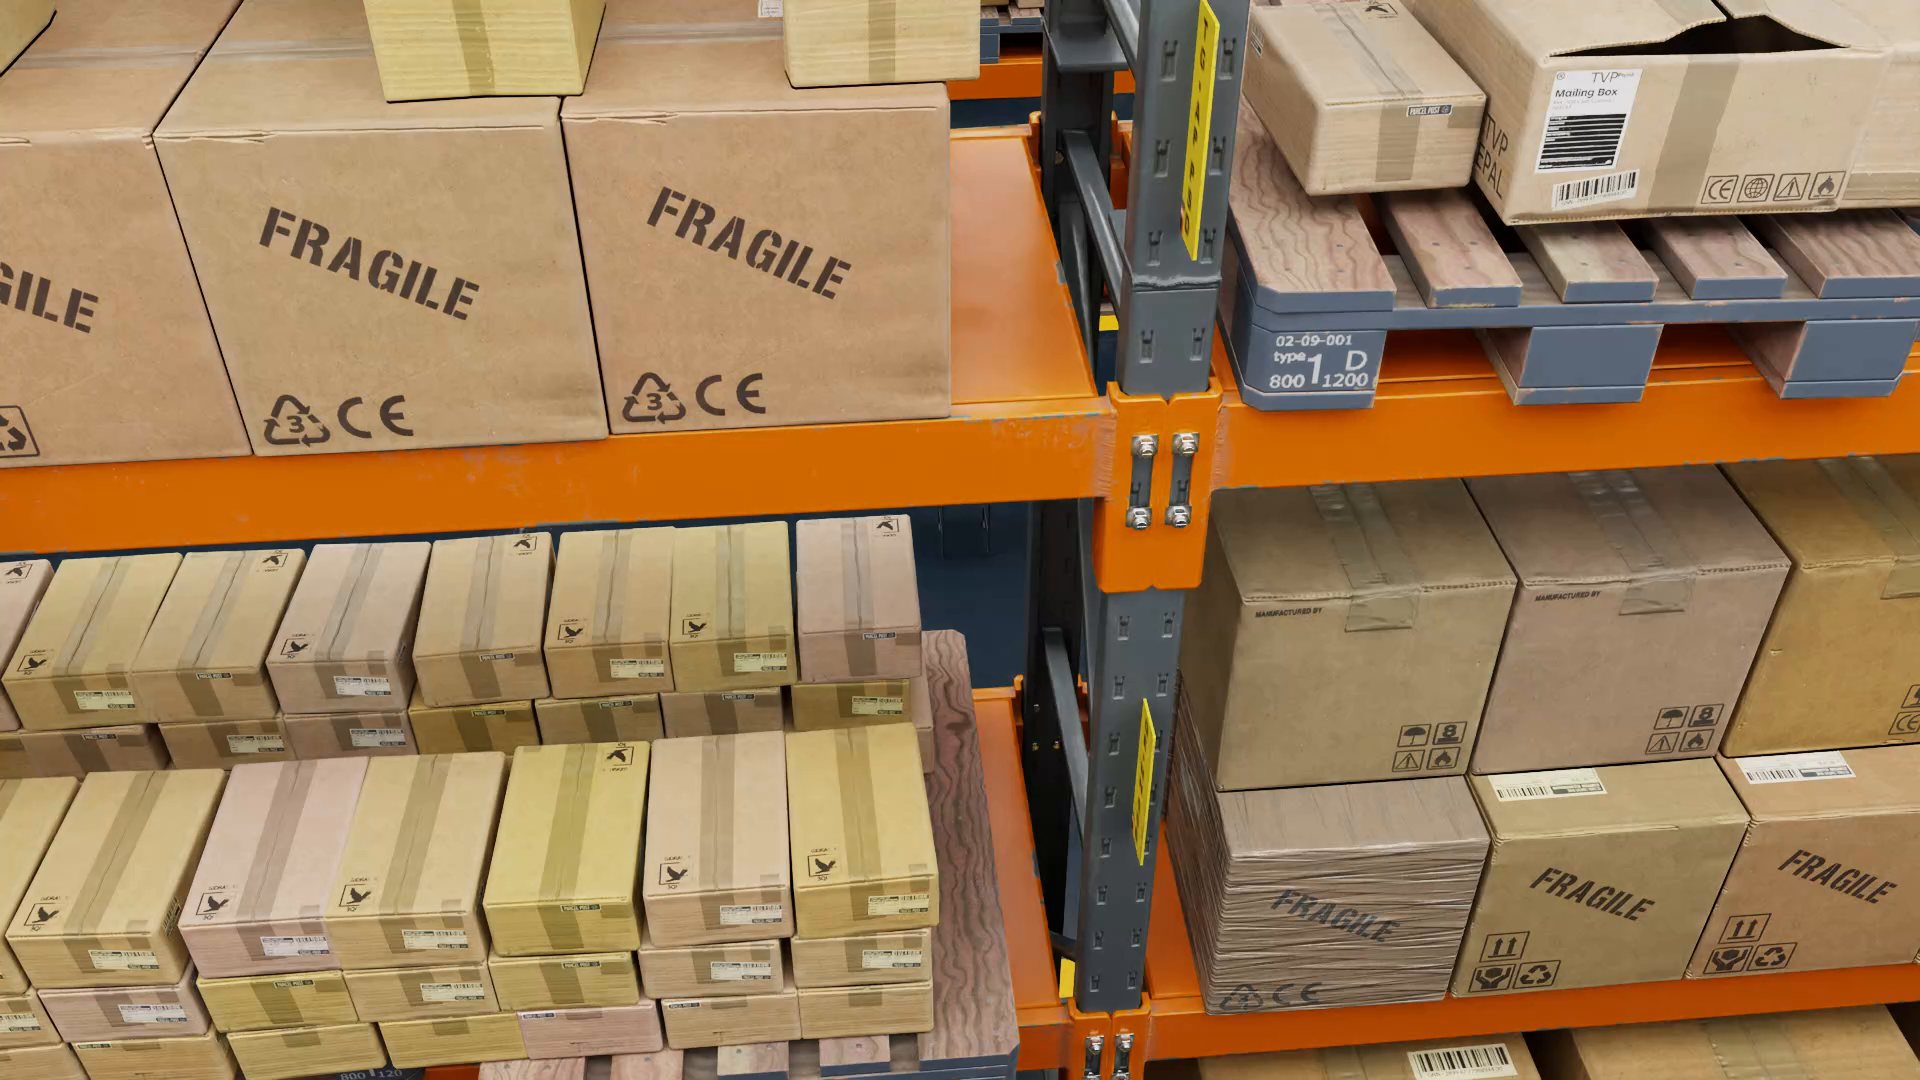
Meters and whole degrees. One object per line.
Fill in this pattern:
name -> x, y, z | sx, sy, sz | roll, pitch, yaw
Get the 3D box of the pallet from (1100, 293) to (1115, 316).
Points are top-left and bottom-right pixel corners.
pallet -> 0.502, -1.480, 8.456 | 1.213, 0.211, 1.003 | -3, 38, -4

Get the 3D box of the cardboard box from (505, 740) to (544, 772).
cardboard box -> -1.005, 0.395, 3.692 | 0.250, 0.149, 0.380 | -1, 38, -2

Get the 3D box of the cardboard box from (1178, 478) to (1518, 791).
cardboard box -> 0.711, 0.065, 3.358 | 0.500, 0.500, 0.700 | -3, 38, -4

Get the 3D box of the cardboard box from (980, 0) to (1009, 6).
cardboard box -> 0.064, -2.502, 7.364 | 0.250, 0.149, 0.380 | -5, 39, -7

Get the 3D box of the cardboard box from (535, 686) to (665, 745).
cardboard box -> -0.772, 0.268, 3.613 | 0.250, 0.149, 0.380 | -4, 38, -5

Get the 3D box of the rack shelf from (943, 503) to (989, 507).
rack shelf -> 0.014, -0.249, 6.556 | 0.180, 0.103, 0.258 | -3, 38, -4

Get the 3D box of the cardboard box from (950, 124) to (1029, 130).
cardboard box -> 0.288, -1.691, 8.254 | 0.625, 0.372, 0.950 | -6, 39, -7

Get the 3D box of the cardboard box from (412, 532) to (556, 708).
cardboard box -> -0.991, 0.163, 3.506 | 0.250, 0.149, 0.380 | -5, 39, -6

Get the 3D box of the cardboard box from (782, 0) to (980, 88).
cardboard box -> -0.117, -0.819, 2.247 | 0.258, 0.266, 0.396 | -3, 38, -4

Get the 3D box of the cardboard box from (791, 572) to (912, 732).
cardboard box -> -0.236, 0.235, 3.654 | 0.250, 0.149, 0.380 | -2, 38, -2

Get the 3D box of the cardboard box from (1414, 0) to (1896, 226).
cardboard box -> 1.003, -0.735, 2.491 | 0.500, 0.311, 0.500 | -3, 38, -4

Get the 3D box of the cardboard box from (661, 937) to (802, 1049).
cardboard box -> -0.435, 0.772, 3.213 | 0.250, 0.149, 0.380 | -3, 38, -4

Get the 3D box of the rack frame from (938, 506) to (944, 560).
rack frame -> -0.077, -0.467, 6.373 | 0.006, 1.200, 0.240 | -3, 38, -4

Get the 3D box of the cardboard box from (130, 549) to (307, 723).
cardboard box -> -1.524, 0.195, 3.465 | 0.250, 0.149, 0.380 | -2, 38, -3

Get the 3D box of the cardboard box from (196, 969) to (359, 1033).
cardboard box -> -1.214, 0.698, 3.068 | 0.250, 0.149, 0.380 | -3, 38, -4

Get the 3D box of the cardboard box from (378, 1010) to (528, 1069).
cardboard box -> -0.940, 0.798, 3.181 | 0.250, 0.149, 0.380 | -4, 38, -5

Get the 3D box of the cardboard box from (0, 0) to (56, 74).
cardboard box -> -1.396, -0.736, 2.141 | 0.258, 0.266, 0.396 | -3, 38, -4

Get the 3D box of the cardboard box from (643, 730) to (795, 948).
cardboard box -> -0.435, 0.538, 3.030 | 0.250, 0.149, 0.380 | -4, 38, -5

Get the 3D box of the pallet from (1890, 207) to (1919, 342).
pallet -> 2.013, -0.719, 2.971 | 1.213, 0.211, 1.003 | -1, 38, -2

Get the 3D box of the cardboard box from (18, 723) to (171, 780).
cardboard box -> -1.787, 0.324, 3.542 | 0.250, 0.149, 0.380 | -2, 38, -2

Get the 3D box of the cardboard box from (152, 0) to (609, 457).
cardboard box -> -0.780, -0.478, 2.432 | 0.500, 0.500, 0.500 | -3, 38, -4

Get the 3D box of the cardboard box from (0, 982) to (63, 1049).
cardboard box -> -1.731, 0.727, 3.031 | 0.250, 0.149, 0.380 | -4, 38, -5

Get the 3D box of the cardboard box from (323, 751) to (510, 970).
cardboard box -> -0.961, 0.569, 2.991 | 0.250, 0.149, 0.380 | -2, 38, -3

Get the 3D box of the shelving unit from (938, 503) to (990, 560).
shelving unit -> 0.014, -0.472, 6.379 | 0.189, 1.200, 0.258 | -3, 38, -4

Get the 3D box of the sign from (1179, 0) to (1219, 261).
sign -> 0.309, -0.530, 2.161 | 0.005, 0.325, 0.100 | -3, 38, -4

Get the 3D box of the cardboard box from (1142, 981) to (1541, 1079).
cardboard box -> 0.877, 1.256, 4.214 | 0.750, 0.750, 1.050 | -4, 38, -5

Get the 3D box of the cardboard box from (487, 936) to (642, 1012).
cardboard box -> -0.716, 0.672, 3.100 | 0.250, 0.149, 0.380 | -2, 38, -3

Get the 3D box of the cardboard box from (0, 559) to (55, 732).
cardboard box -> -2.040, 0.222, 3.431 | 0.250, 0.149, 0.380 | -5, 39, -6

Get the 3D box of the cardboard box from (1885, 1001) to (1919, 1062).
cardboard box -> 2.676, 1.154, 4.342 | 0.750, 0.750, 1.050 | -3, 38, -4

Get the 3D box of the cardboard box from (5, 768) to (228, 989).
cardboard box -> -1.473, 0.595, 2.958 | 0.250, 0.149, 0.380 | -1, 38, -2

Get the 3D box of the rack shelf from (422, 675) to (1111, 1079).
rack shelf -> -1.729, 0.908, 3.759 | 4.000, 0.370, 1.077 | -3, 38, -4

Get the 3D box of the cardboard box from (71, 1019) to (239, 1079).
cardboard box -> -1.466, 0.827, 3.144 | 0.250, 0.149, 0.380 | -2, 38, -3

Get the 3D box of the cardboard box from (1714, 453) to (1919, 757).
cardboard box -> 1.726, 0.007, 3.431 | 0.500, 0.500, 0.700 | -4, 38, -5

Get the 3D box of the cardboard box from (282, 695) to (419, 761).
cardboard box -> -1.271, 0.295, 3.578 | 0.250, 0.149, 0.380 | -3, 38, -4

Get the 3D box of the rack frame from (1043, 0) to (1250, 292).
rack frame -> 0.263, -1.840, 1.817 | 0.127, 3.000, 1.000 | -3, 38, -4

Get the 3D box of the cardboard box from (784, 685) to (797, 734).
cardboard box -> -0.468, 0.364, 3.731 | 0.250, 0.149, 0.380 | -1, 38, -2

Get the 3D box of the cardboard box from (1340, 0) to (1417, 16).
cardboard box -> 0.840, -0.943, 2.871 | 0.250, 0.166, 0.380 | -3, 38, -4

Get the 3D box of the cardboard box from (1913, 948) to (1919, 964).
cardboard box -> 2.239, 0.535, 3.569 | 0.500, 0.500, 0.500 | -4, 38, -4

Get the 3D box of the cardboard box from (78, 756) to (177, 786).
cardboard box -> -1.780, 0.437, 3.639 | 0.250, 0.149, 0.380 | -4, 38, -5

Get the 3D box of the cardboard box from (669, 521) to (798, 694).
cardboard box -> -0.482, 0.138, 3.537 | 0.250, 0.149, 0.380 | -4, 38, -5

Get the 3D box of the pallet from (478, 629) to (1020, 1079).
pallet -> -0.437, 0.696, 3.602 | 1.003, 0.211, 1.213 | -3, 38, -4

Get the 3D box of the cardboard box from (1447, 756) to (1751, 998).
cardboard box -> 1.240, 0.589, 3.502 | 0.500, 0.500, 0.500 | -3, 38, -4

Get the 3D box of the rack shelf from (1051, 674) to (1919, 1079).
rack shelf -> 2.255, 0.688, 4.037 | 4.000, 0.370, 1.077 | -3, 38, -4

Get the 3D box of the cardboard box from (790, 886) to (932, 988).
cardboard box -> -0.189, 0.640, 3.140 | 0.250, 0.149, 0.380 | -2, 38, -3
